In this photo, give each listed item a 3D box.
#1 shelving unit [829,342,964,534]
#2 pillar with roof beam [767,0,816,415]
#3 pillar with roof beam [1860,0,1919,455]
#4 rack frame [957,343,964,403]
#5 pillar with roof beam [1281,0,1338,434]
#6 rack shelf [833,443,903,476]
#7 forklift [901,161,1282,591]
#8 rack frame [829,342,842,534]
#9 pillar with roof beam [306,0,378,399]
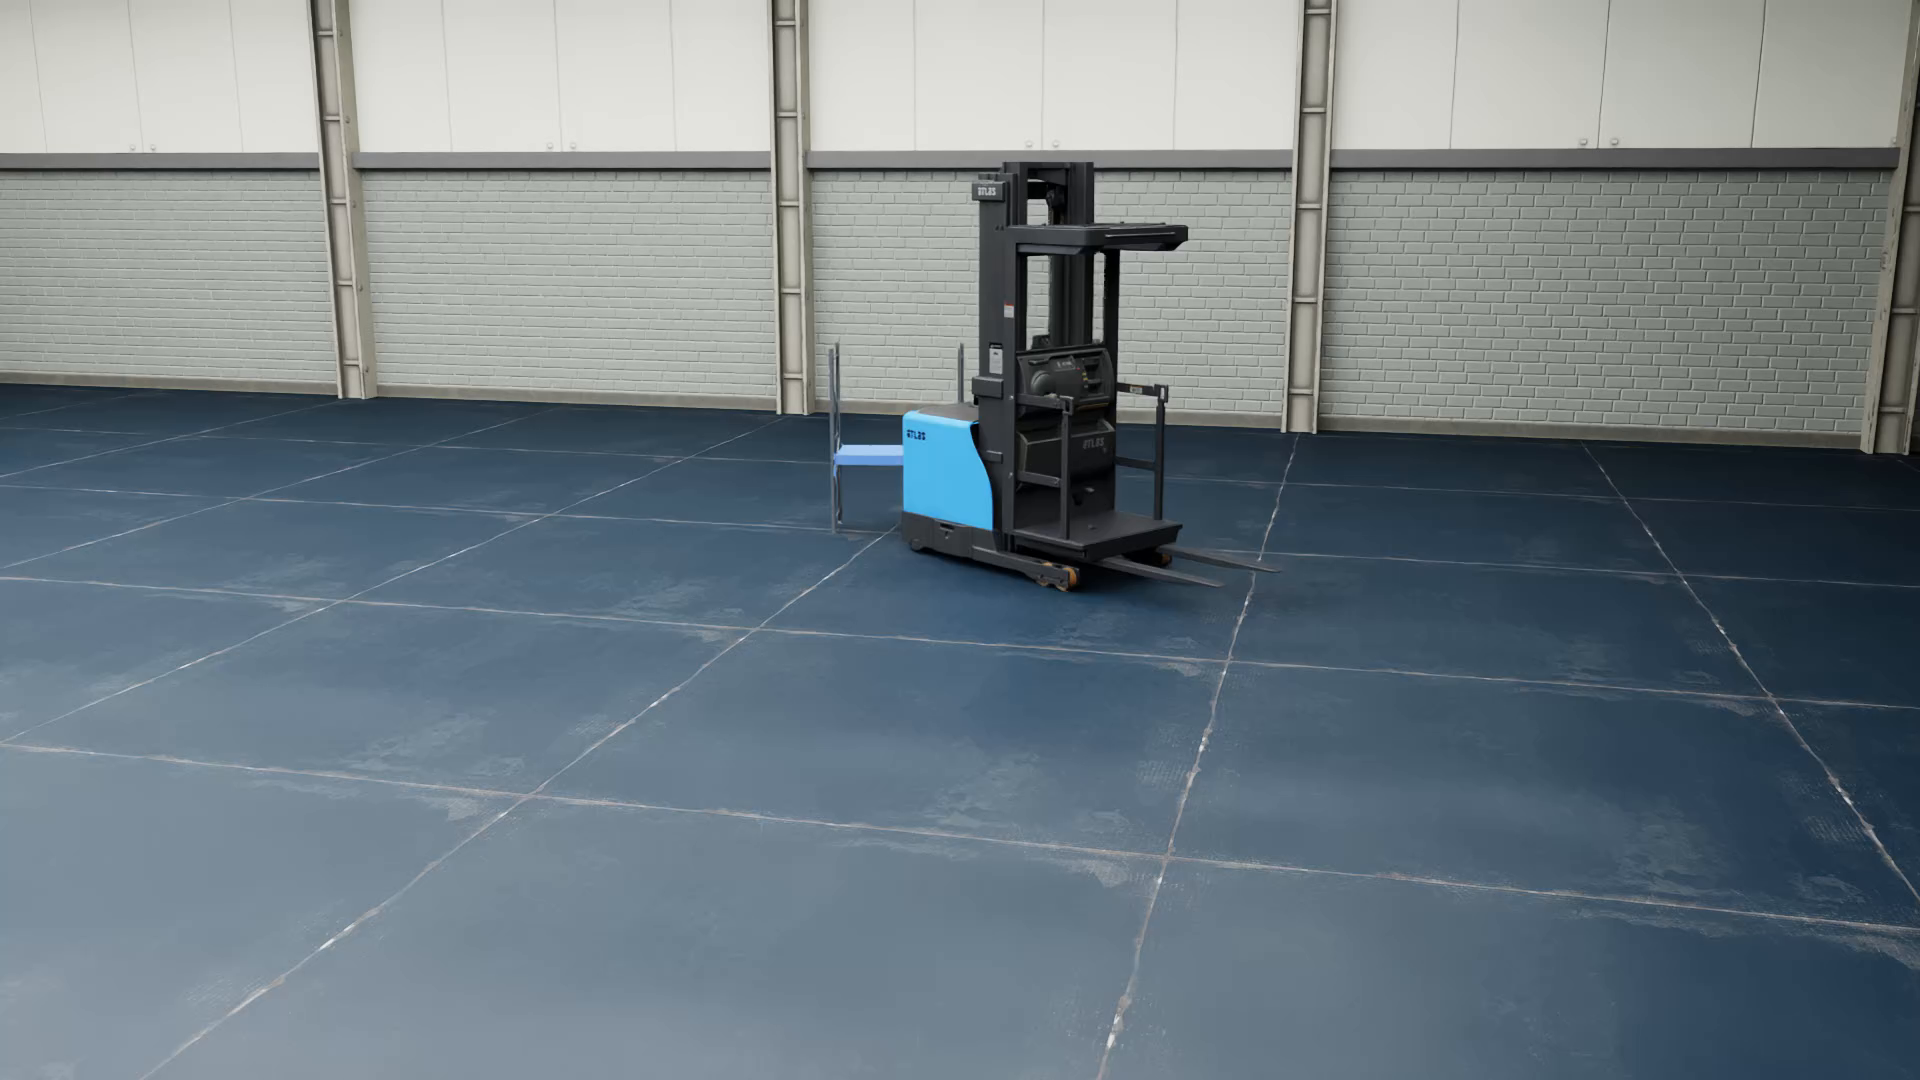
[{"bbox_3d":[-0.503,-0.828,13.505,1.048,1.500,0.538,0,13,2],"label":"shelving unit"},{"bbox_3d":[-3.019,-5.033,15.142,0.400,9.000,9.100,3,13,14],"label":"pillar with roof beam"},{"bbox_3d":[8.631,-4.410,12.335,0.400,9.000,9.100,3,13,14],"label":"pillar with roof beam"},{"bbox_3d":[0.005,-0.824,13.486,0.032,1.500,0.500,0,13,2],"label":"rack frame"},{"bbox_3d":[2.806,-4.721,13.739,0.400,9.000,9.100,3,13,14],"label":"pillar with roof beam"},{"bbox_3d":[-0.503,-0.653,13.544,1.000,0.185,0.538,0,13,2],"label":"rack shelf"},{"bbox_3d":[0.915,-1.200,11.874,1.130,2.935,3.031,-11,17,-41],"label":"forklift"},{"bbox_3d":[-1.011,-0.833,13.524,0.032,1.500,0.500,0,13,2],"label":"rack frame"},{"bbox_3d":[-8.844,-5.344,16.545,0.400,9.000,9.100,3,13,14],"label":"pillar with roof beam"}]
